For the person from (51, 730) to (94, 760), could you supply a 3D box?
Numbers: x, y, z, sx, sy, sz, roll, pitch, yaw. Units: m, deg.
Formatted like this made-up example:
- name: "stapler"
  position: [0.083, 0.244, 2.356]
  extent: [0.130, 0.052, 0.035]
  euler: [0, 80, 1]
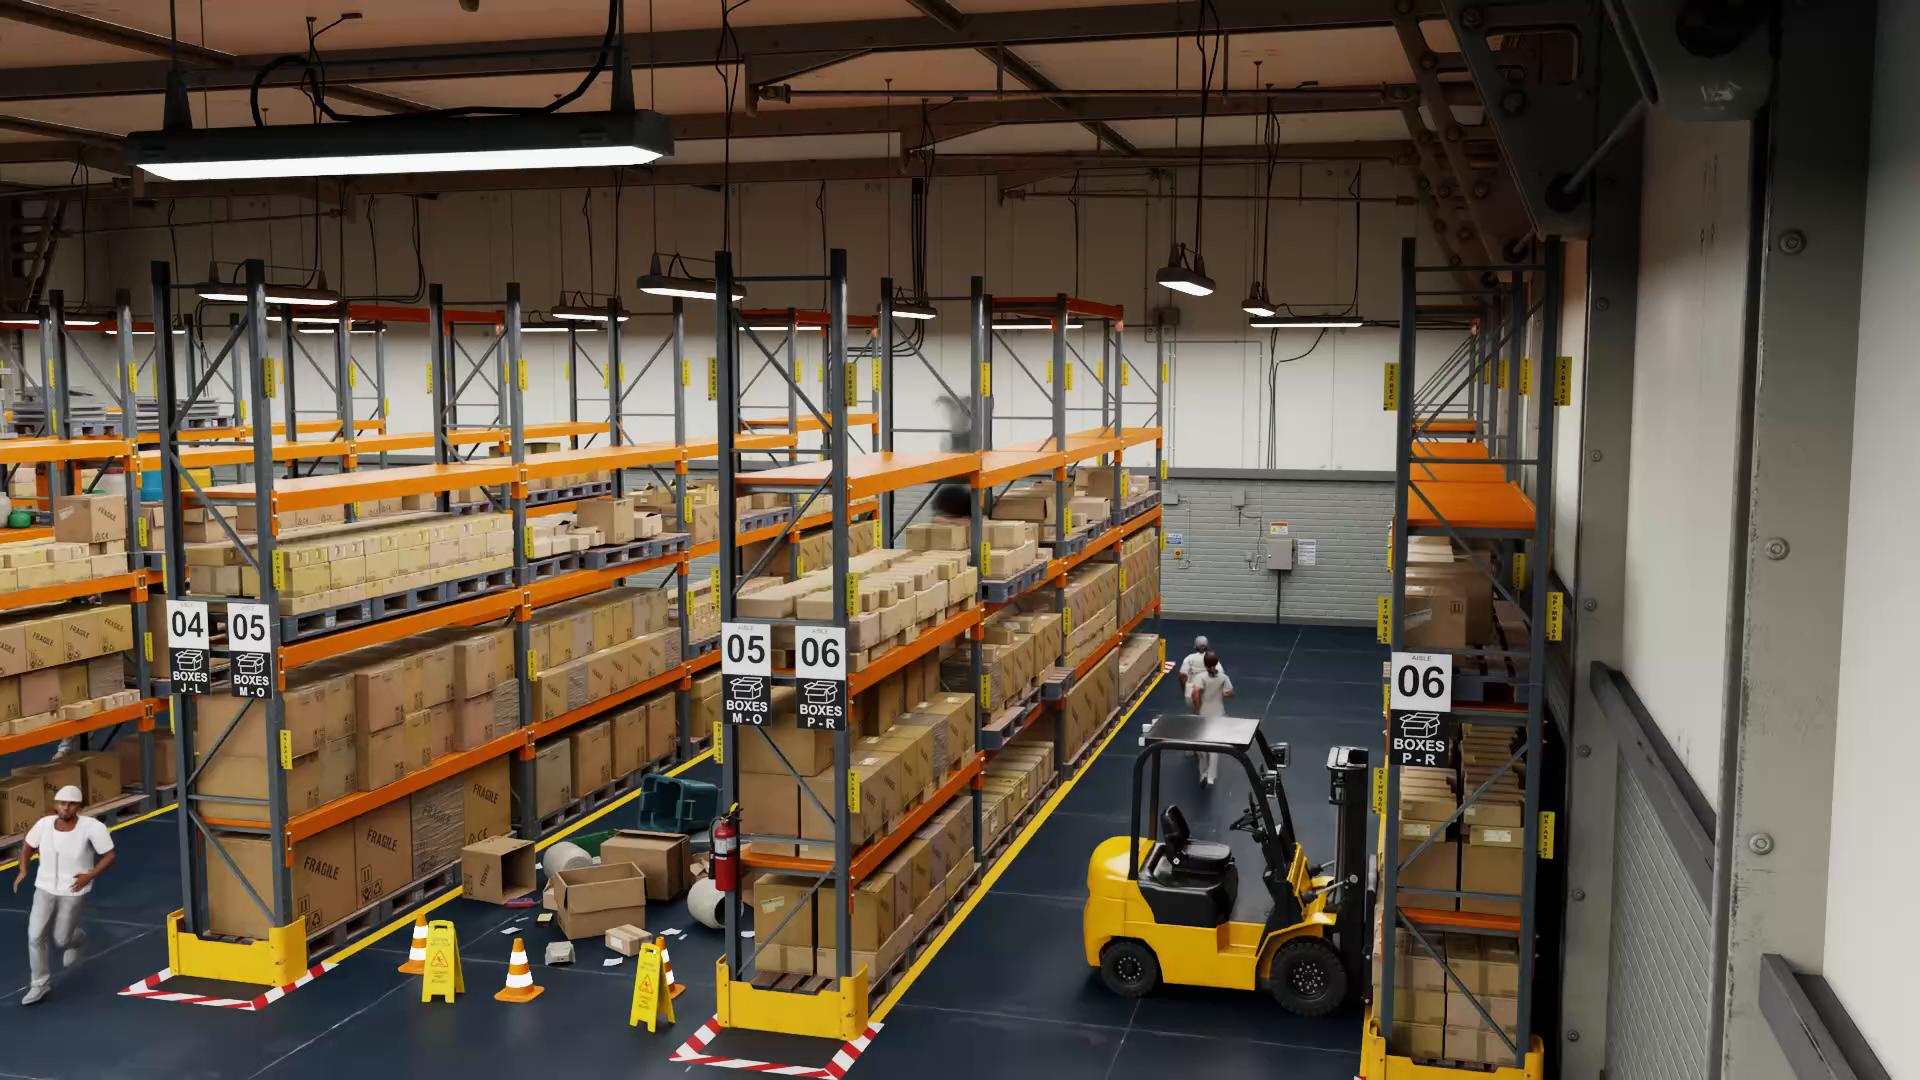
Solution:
- name: "person"
  position: [-11.703, 1.973, 21.966]
  extent: [0.706, 1.767, 0.972]
  euler: [0, 6, 2]

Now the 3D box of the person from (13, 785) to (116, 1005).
- name: "person"
  position: [-7.376, 2.867, 13.736]
  extent: [0.754, 1.730, 0.803]
  euler: [-1, 6, -5]

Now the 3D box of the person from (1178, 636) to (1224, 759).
- name: "person"
  position: [3.153, 2.068, 21.730]
  extent: [0.612, 1.632, 0.554]
  euler: [1, 6, 6]

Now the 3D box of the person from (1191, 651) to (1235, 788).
- name: "person"
  position: [3.063, 2.207, 20.191]
  extent: [0.542, 1.721, 0.825]
  euler: [0, 6, 5]
